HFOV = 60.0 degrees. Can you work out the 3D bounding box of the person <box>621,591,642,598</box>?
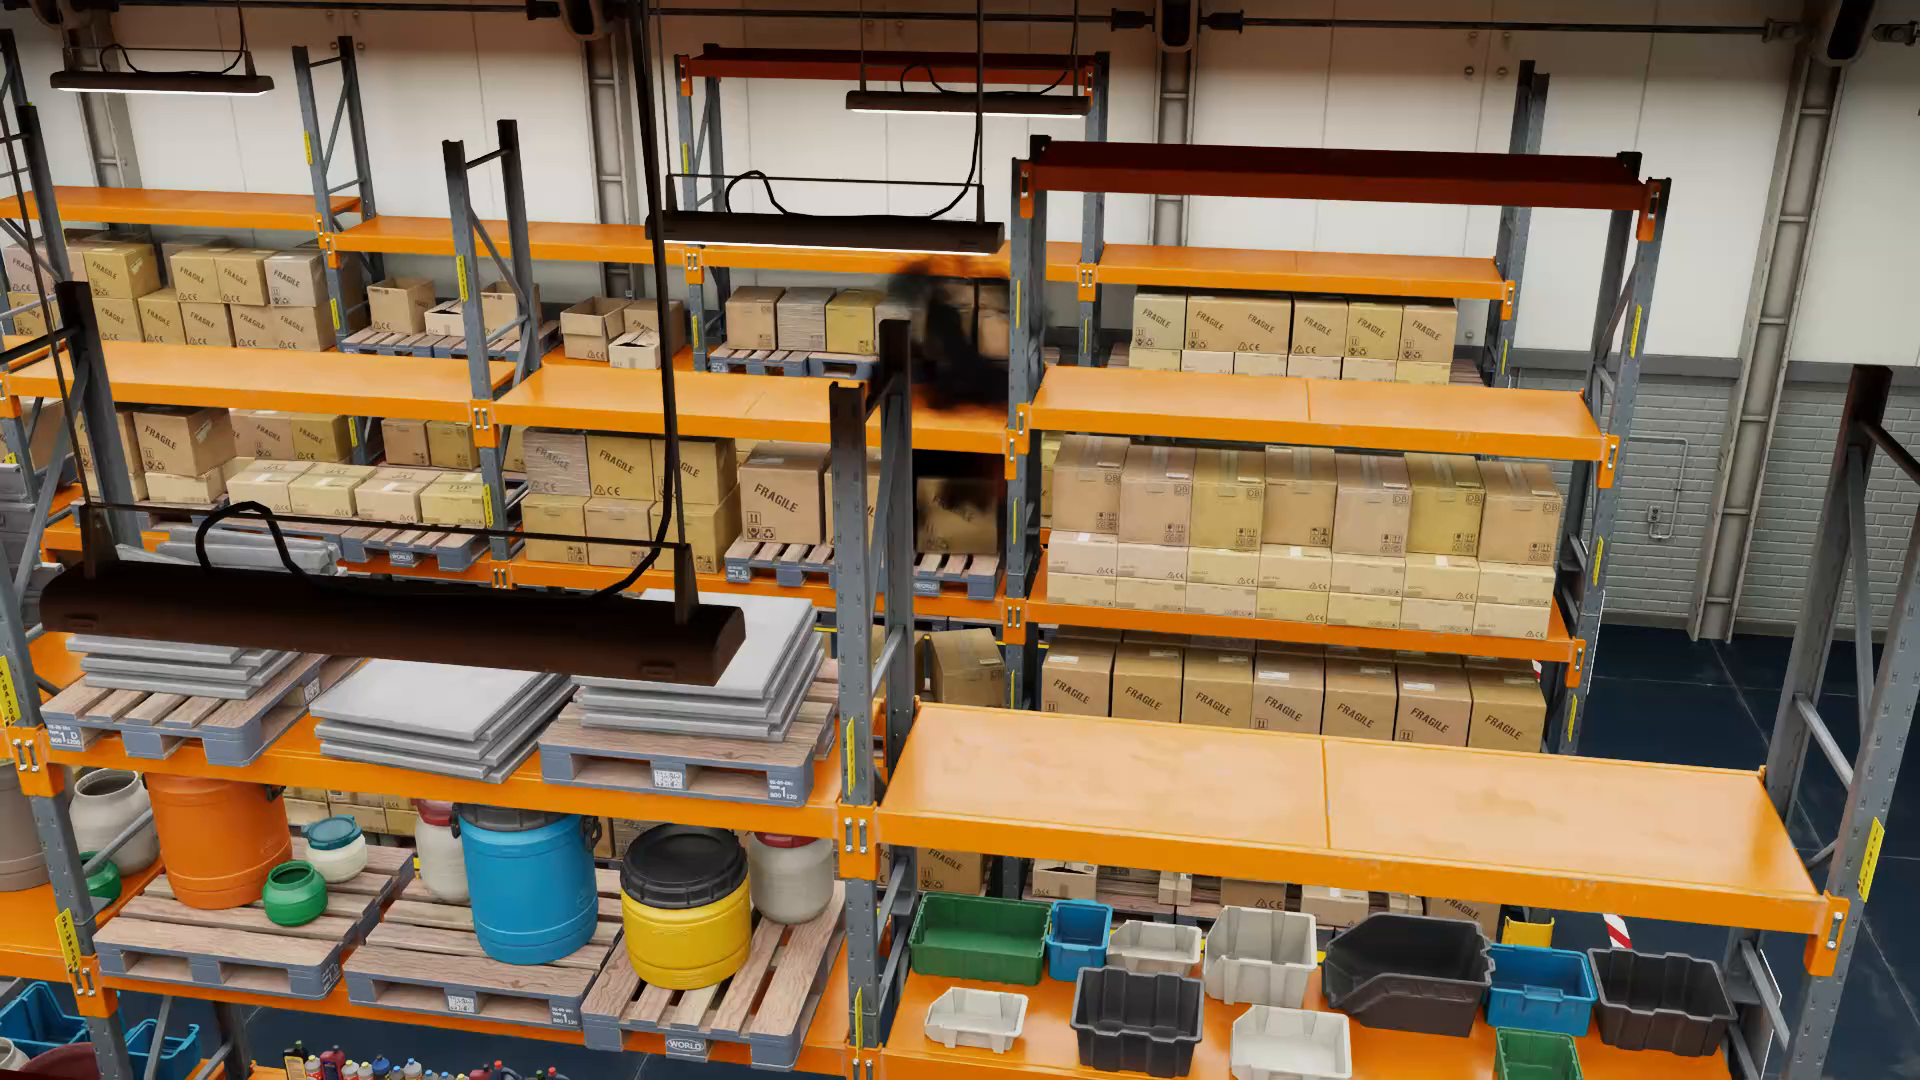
[{"bbox_3d":[-3.154,0.645,16.028,0.623,1.711,0.532,1,23,2],"label":"person"}]
